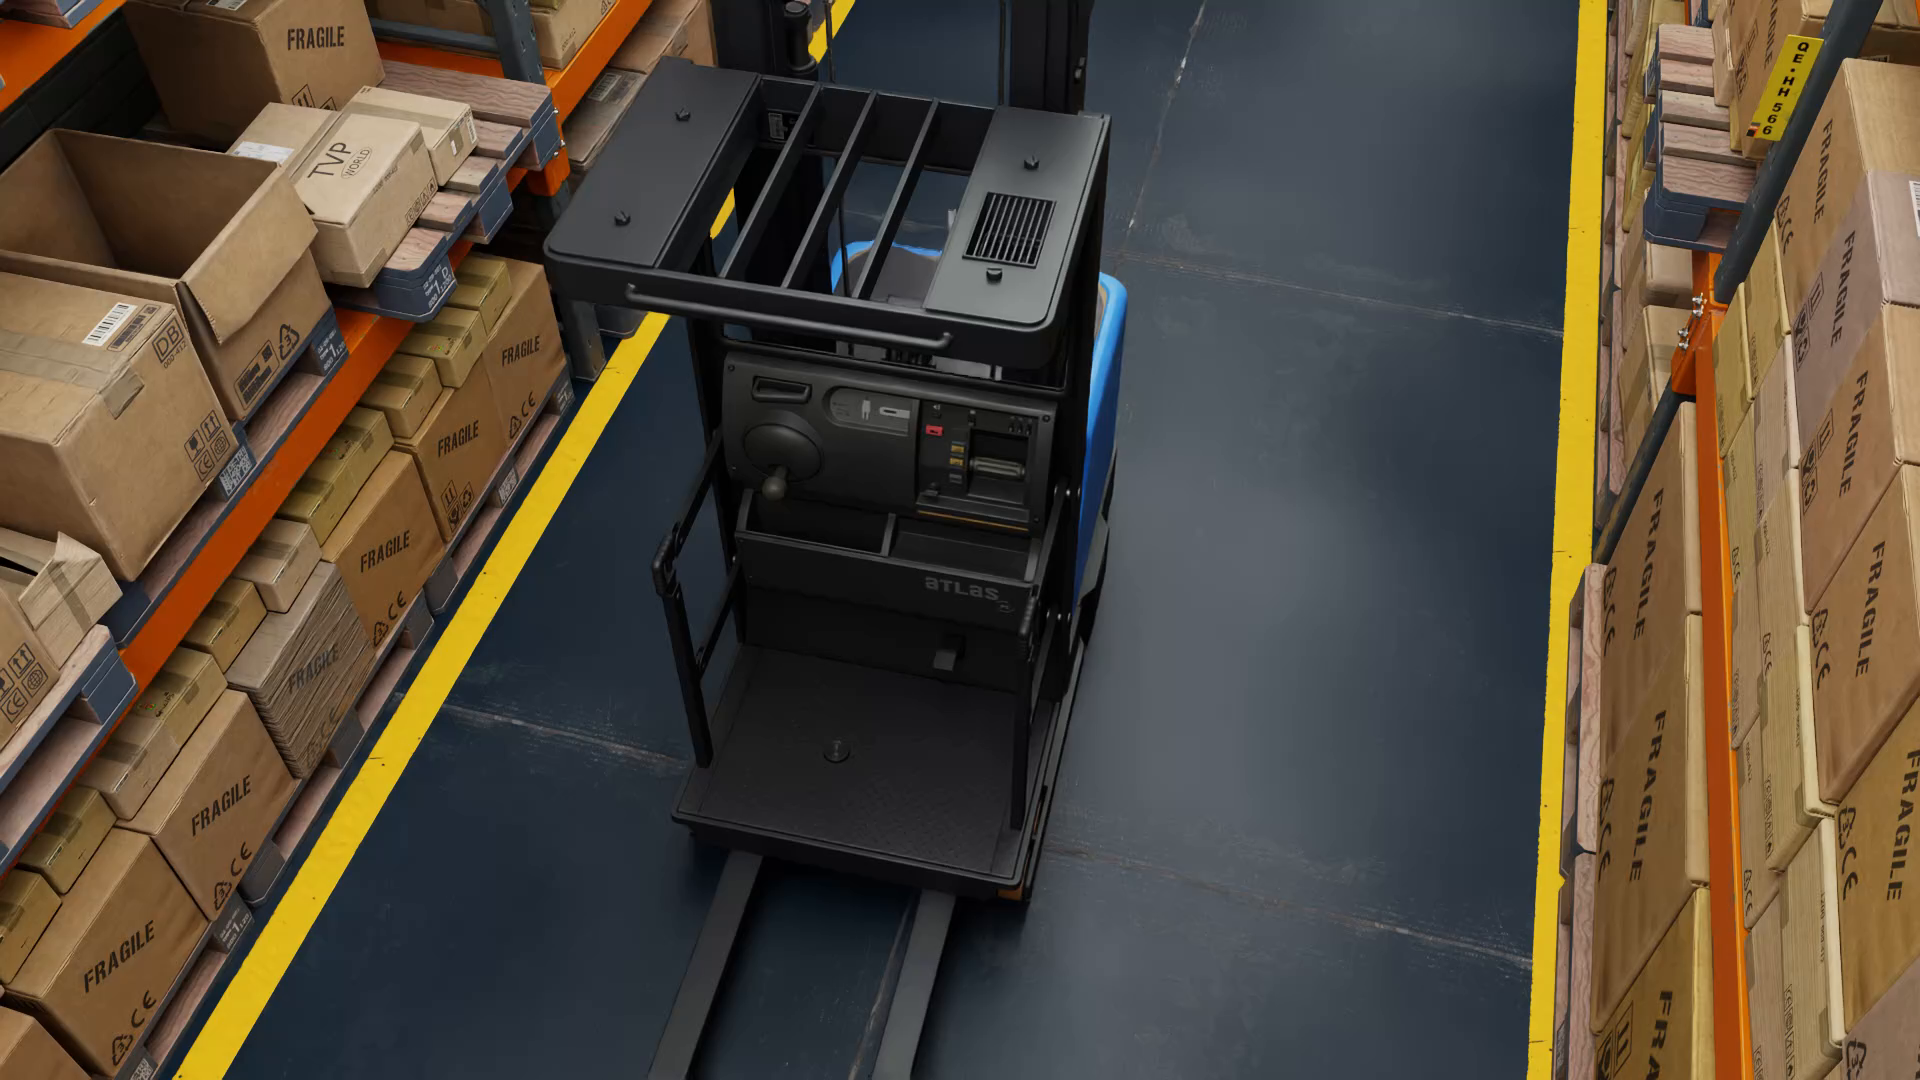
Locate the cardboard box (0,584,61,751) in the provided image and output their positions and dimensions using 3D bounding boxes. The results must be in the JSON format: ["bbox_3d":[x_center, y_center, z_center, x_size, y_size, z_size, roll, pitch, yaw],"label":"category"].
[{"bbox_3d":[-2.535,0.264,3.670,0.700,0.500,0.500,12,50,10],"label":"cardboard box"}]

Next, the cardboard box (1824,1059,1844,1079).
[{"bbox_3d":[1.781,1.248,2.915,0.500,0.250,0.500,13,50,11],"label":"cardboard box"}]

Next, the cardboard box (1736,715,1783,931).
[{"bbox_3d":[2.068,0.665,3.763,0.500,0.250,0.500,12,50,10],"label":"cardboard box"}]

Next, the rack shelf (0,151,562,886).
[{"bbox_3d":[-2.488,-0.092,4.811,1.077,0.370,4.000,12,50,10],"label":"rack shelf"}]

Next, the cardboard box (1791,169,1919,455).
[{"bbox_3d":[2.341,-0.495,3.952,0.500,0.500,0.500,12,50,10],"label":"cardboard box"}]

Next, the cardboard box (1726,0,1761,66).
[{"bbox_3d":[2.805,-1.830,5.320,0.500,0.500,0.500,11,49,9],"label":"cardboard box"}]

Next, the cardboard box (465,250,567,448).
[{"bbox_3d":[-1.866,-0.740,6.290,0.500,0.500,0.500,13,50,11],"label":"cardboard box"}]

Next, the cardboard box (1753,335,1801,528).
[{"bbox_3d":[2.319,-0.224,4.214,0.500,0.250,0.500,13,50,11],"label":"cardboard box"}]

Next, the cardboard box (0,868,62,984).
[{"bbox_3d":[-2.609,0.979,4.339,0.380,0.149,0.250,9,49,8],"label":"cardboard box"}]

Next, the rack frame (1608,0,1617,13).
[{"bbox_3d":[3.881,-3.693,7.509,1.000,3.000,0.127,12,50,10],"label":"rack frame"}]

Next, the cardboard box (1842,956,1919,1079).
[{"bbox_3d":[1.779,0.981,2.650,0.500,0.500,0.500,12,50,11],"label":"cardboard box"}]

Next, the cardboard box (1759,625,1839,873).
[{"bbox_3d":[2.030,0.498,3.577,0.500,0.250,0.500,12,50,11],"label":"cardboard box"}]

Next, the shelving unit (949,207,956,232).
[{"bbox_3d":[0.136,-0.886,6.232,0.258,1.200,0.503,10,49,9],"label":"shelving unit"}]

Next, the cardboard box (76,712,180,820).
[{"bbox_3d":[-2.448,0.605,4.670,0.380,0.149,0.250,11,50,10],"label":"cardboard box"}]

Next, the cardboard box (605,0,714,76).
[{"bbox_3d":[-1.620,-2.053,7.365,0.875,0.625,0.625,13,50,11],"label":"cardboard box"}]

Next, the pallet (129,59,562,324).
[{"bbox_3d":[-2.073,-1.209,5.445,1.213,0.211,1.003,12,50,10],"label":"pallet"}]

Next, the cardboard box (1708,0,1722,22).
[{"bbox_3d":[2.844,-1.921,5.832,0.380,0.149,0.250,12,50,11],"label":"cardboard box"}]

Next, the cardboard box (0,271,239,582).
[{"bbox_3d":[-2.329,-0.304,4.171,0.700,0.500,0.500,11,50,10],"label":"cardboard box"}]

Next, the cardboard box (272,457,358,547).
[{"bbox_3d":[-2.180,-0.148,5.335,0.380,0.149,0.250,11,49,9],"label":"cardboard box"}]

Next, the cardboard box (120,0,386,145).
[{"bbox_3d":[-2.248,-1.607,5.321,0.500,0.500,0.500,14,50,12],"label":"cardboard box"}]

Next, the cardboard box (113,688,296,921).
[{"bbox_3d":[-2.404,0.752,4.973,0.500,0.500,0.500,10,49,9],"label":"cardboard box"}]

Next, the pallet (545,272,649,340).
[{"bbox_3d":[-1.708,-1.442,7.382,1.003,0.211,1.213,12,50,10],"label":"pallet"}]

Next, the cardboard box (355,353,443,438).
[{"bbox_3d":[-2.001,-0.511,5.655,0.380,0.149,0.250,10,49,9],"label":"cardboard box"}]

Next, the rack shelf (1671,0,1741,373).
[{"bbox_3d":[3.354,-2.009,6.502,1.077,0.370,4.000,12,50,10],"label":"rack shelf"}]

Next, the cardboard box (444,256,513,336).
[{"bbox_3d":[-1.847,-0.896,5.995,0.380,0.149,0.250,9,49,8],"label":"cardboard box"}]

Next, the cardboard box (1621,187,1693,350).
[{"bbox_3d":[3.173,-1.012,6.615,0.950,0.372,0.625,11,49,9],"label":"cardboard box"}]

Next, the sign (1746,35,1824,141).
[{"bbox_3d":[2.302,-1.257,4.640,0.100,0.325,0.005,12,50,10],"label":"sign"}]

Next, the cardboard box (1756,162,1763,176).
[{"bbox_3d":[2.687,-1.139,5.142,0.380,0.149,0.250,13,50,11],"label":"cardboard box"}]

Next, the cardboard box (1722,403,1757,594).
[{"bbox_3d":[2.338,-0.071,4.412,0.500,0.250,0.500,10,49,9],"label":"cardboard box"}]

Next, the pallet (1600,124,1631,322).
[{"bbox_3d":[3.358,-1.322,7.276,1.003,0.211,1.213,12,50,10],"label":"pallet"}]

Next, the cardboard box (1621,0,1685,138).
[{"bbox_3d":[3.559,-2.062,7.542,0.950,0.372,0.625,14,50,12],"label":"cardboard box"}]

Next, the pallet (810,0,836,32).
[{"bbox_3d":[-1.065,-3.207,8.939,1.003,0.211,1.213,12,50,10],"label":"pallet"}]

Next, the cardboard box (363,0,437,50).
[{"bbox_3d":[-2.090,-2.103,6.205,0.500,0.250,0.500,11,49,9],"label":"cardboard box"}]

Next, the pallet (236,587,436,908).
[{"bbox_3d":[-2.518,0.558,5.617,1.003,0.211,1.213,12,50,10],"label":"pallet"}]

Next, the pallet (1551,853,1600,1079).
[{"bbox_3d":[2.224,1.558,4.734,1.003,0.211,1.213,12,50,10],"label":"pallet"}]

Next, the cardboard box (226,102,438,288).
[{"bbox_3d":[-1.927,-1.039,4.986,0.500,0.250,0.500,9,49,8],"label":"cardboard box"}]

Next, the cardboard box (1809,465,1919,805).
[{"bbox_3d":[2.054,0.241,3.303,0.500,0.500,0.500,12,50,11],"label":"cardboard box"}]

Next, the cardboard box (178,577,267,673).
[{"bbox_3d":[-2.337,0.225,5.005,0.380,0.149,0.250,12,50,10],"label":"cardboard box"}]

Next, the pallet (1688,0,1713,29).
[{"bbox_3d":[3.309,-2.177,6.298,1.003,0.211,1.213,12,50,10],"label":"pallet"}]

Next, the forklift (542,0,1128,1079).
[{"bbox_3d":[-0.250,-0.156,4.433,1.130,2.935,3.031,10,49,9],"label":"forklift"}]

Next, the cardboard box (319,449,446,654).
[{"bbox_3d":[-2.143,-0.001,5.638,0.500,0.500,0.500,14,50,12],"label":"cardboard box"}]

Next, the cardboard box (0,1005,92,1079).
[{"bbox_3d":[-2.670,1.499,4.313,0.500,0.500,0.500,14,50,12],"label":"cardboard box"}]

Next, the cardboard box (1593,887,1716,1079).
[{"bbox_3d":[2.091,1.538,4.029,0.875,0.875,0.875,13,50,11],"label":"cardboard box"}]

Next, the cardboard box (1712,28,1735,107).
[{"bbox_3d":[2.711,-1.539,5.495,0.380,0.149,0.250,11,50,10],"label":"cardboard box"}]

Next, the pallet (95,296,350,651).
[{"bbox_3d":[-2.469,-0.306,4.647,1.003,0.211,1.213,12,50,10],"label":"pallet"}]

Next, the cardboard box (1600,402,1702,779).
[{"bbox_3d":[2.566,0.247,5.168,0.875,0.875,0.875,11,50,10],"label":"cardboard box"}]
